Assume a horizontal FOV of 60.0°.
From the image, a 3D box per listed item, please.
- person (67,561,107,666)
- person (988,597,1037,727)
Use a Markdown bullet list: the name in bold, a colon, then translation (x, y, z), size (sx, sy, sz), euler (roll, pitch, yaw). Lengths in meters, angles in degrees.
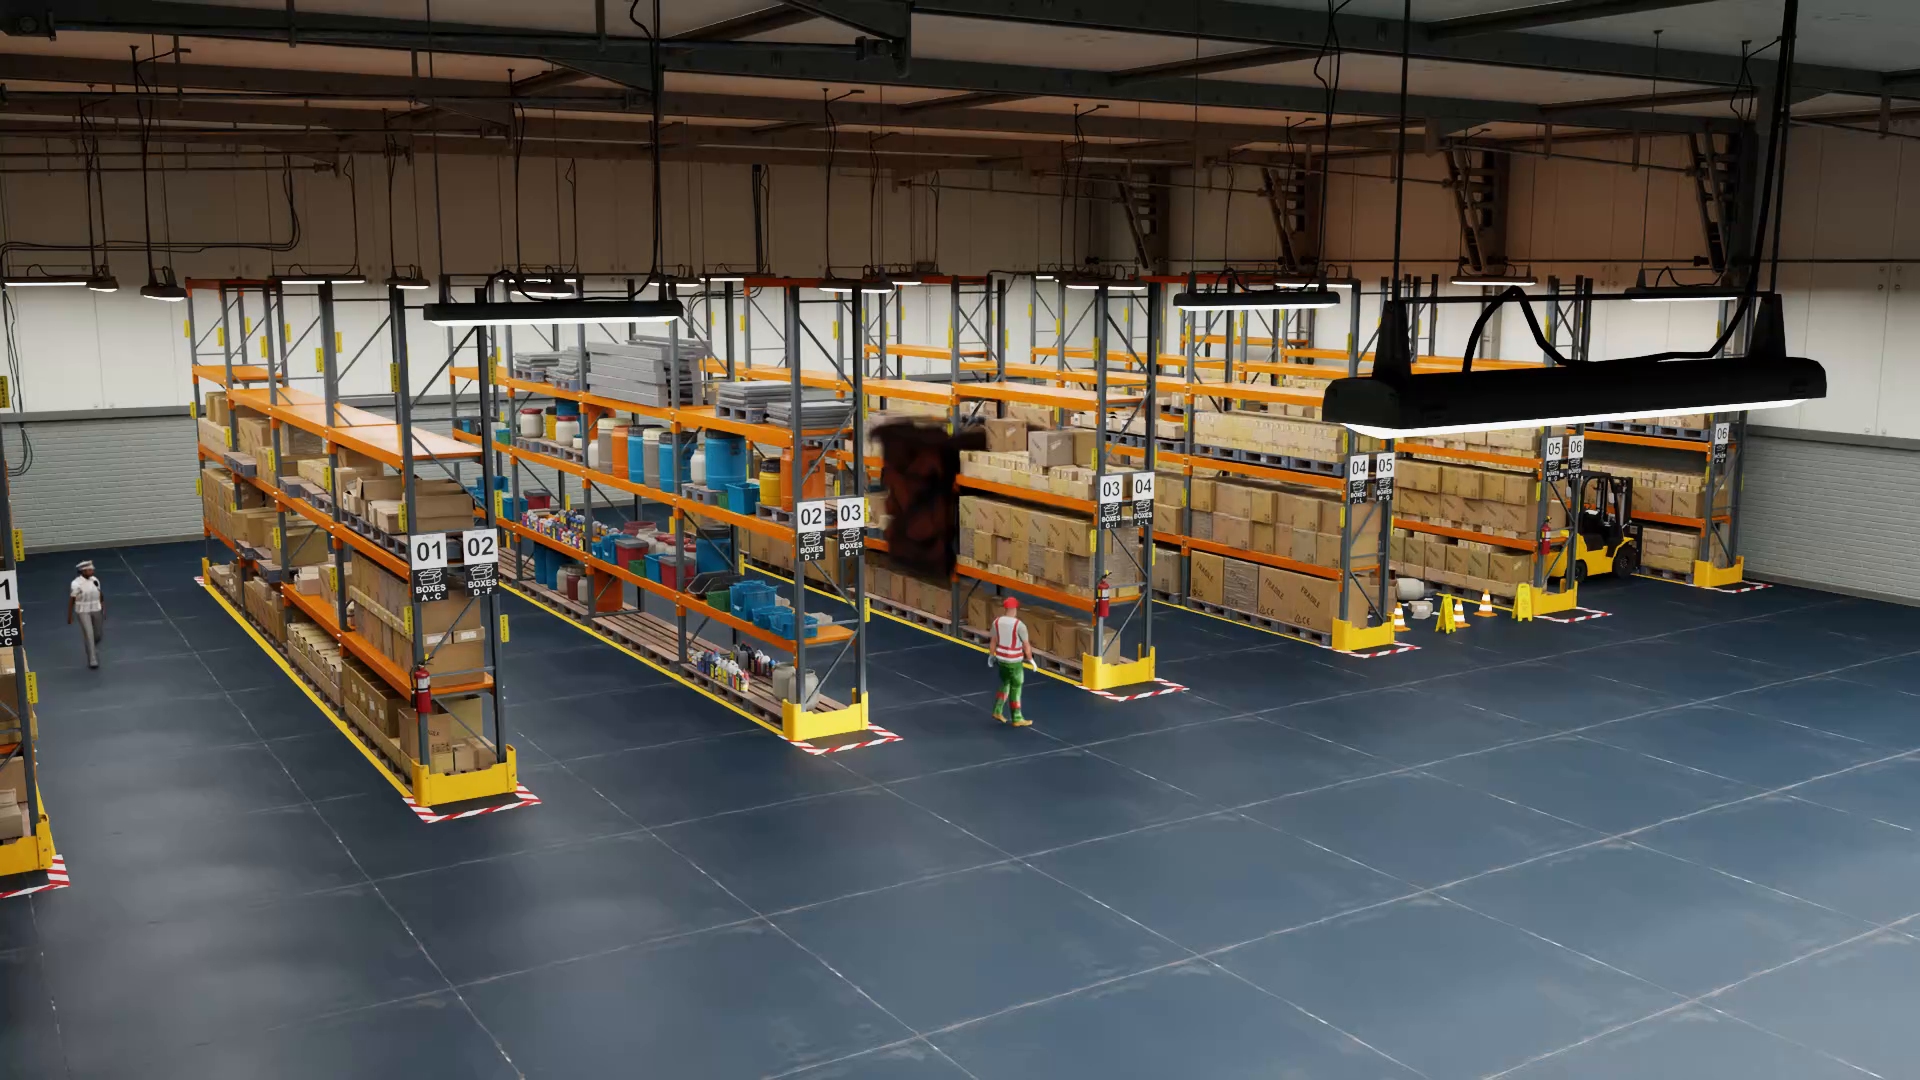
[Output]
- **person**: translation (-13.826, 1.130, 26.308), size (0.561, 1.632, 0.880), euler (-9, 13, -42)
- **person**: translation (0.700, 1.658, 22.779), size (0.460, 1.803, 0.663), euler (-9, 13, -42)
